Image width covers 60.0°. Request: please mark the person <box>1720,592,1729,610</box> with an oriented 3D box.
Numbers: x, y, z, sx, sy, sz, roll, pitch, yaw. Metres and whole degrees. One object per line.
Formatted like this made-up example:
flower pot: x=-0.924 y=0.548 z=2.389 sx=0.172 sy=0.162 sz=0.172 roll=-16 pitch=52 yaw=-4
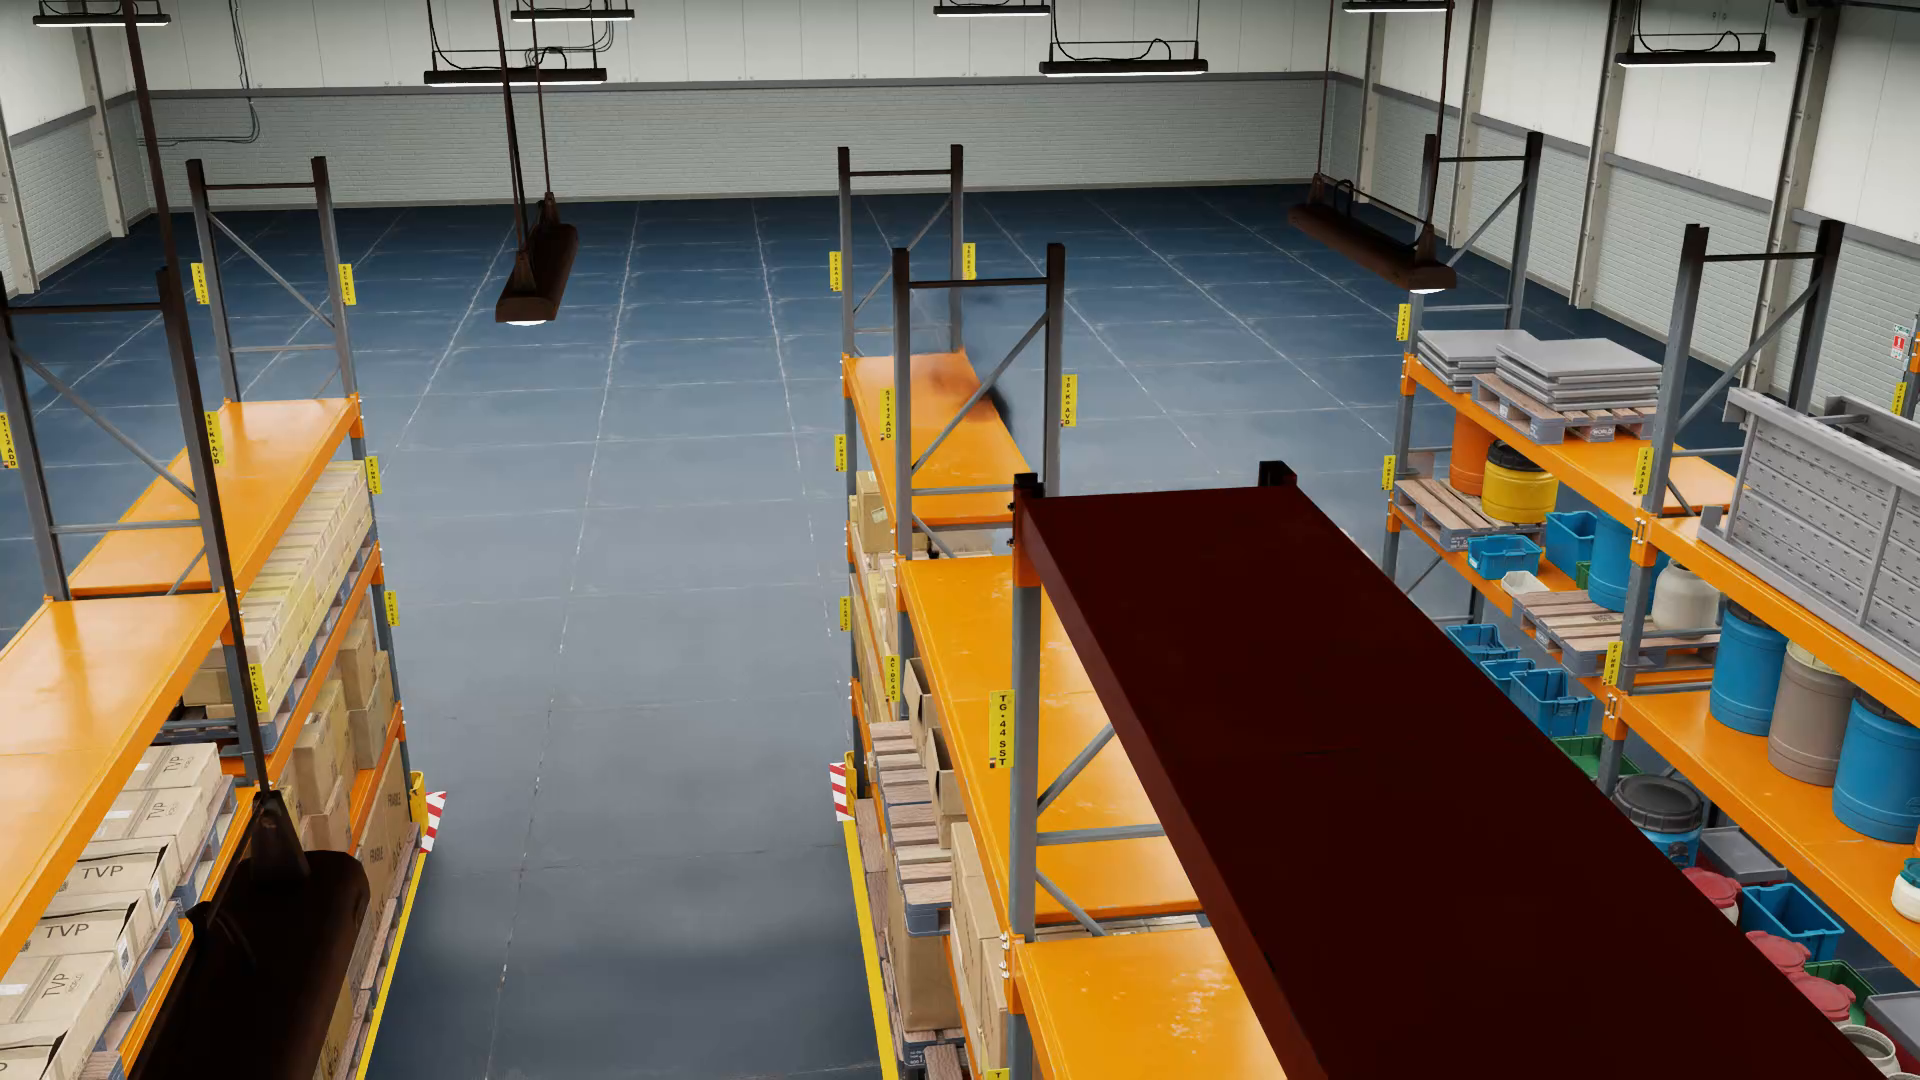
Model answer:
person: x=8.376 y=0.379 z=18.215 sx=0.905 sy=1.788 sz=0.697 roll=6 pitch=22 yaw=15
